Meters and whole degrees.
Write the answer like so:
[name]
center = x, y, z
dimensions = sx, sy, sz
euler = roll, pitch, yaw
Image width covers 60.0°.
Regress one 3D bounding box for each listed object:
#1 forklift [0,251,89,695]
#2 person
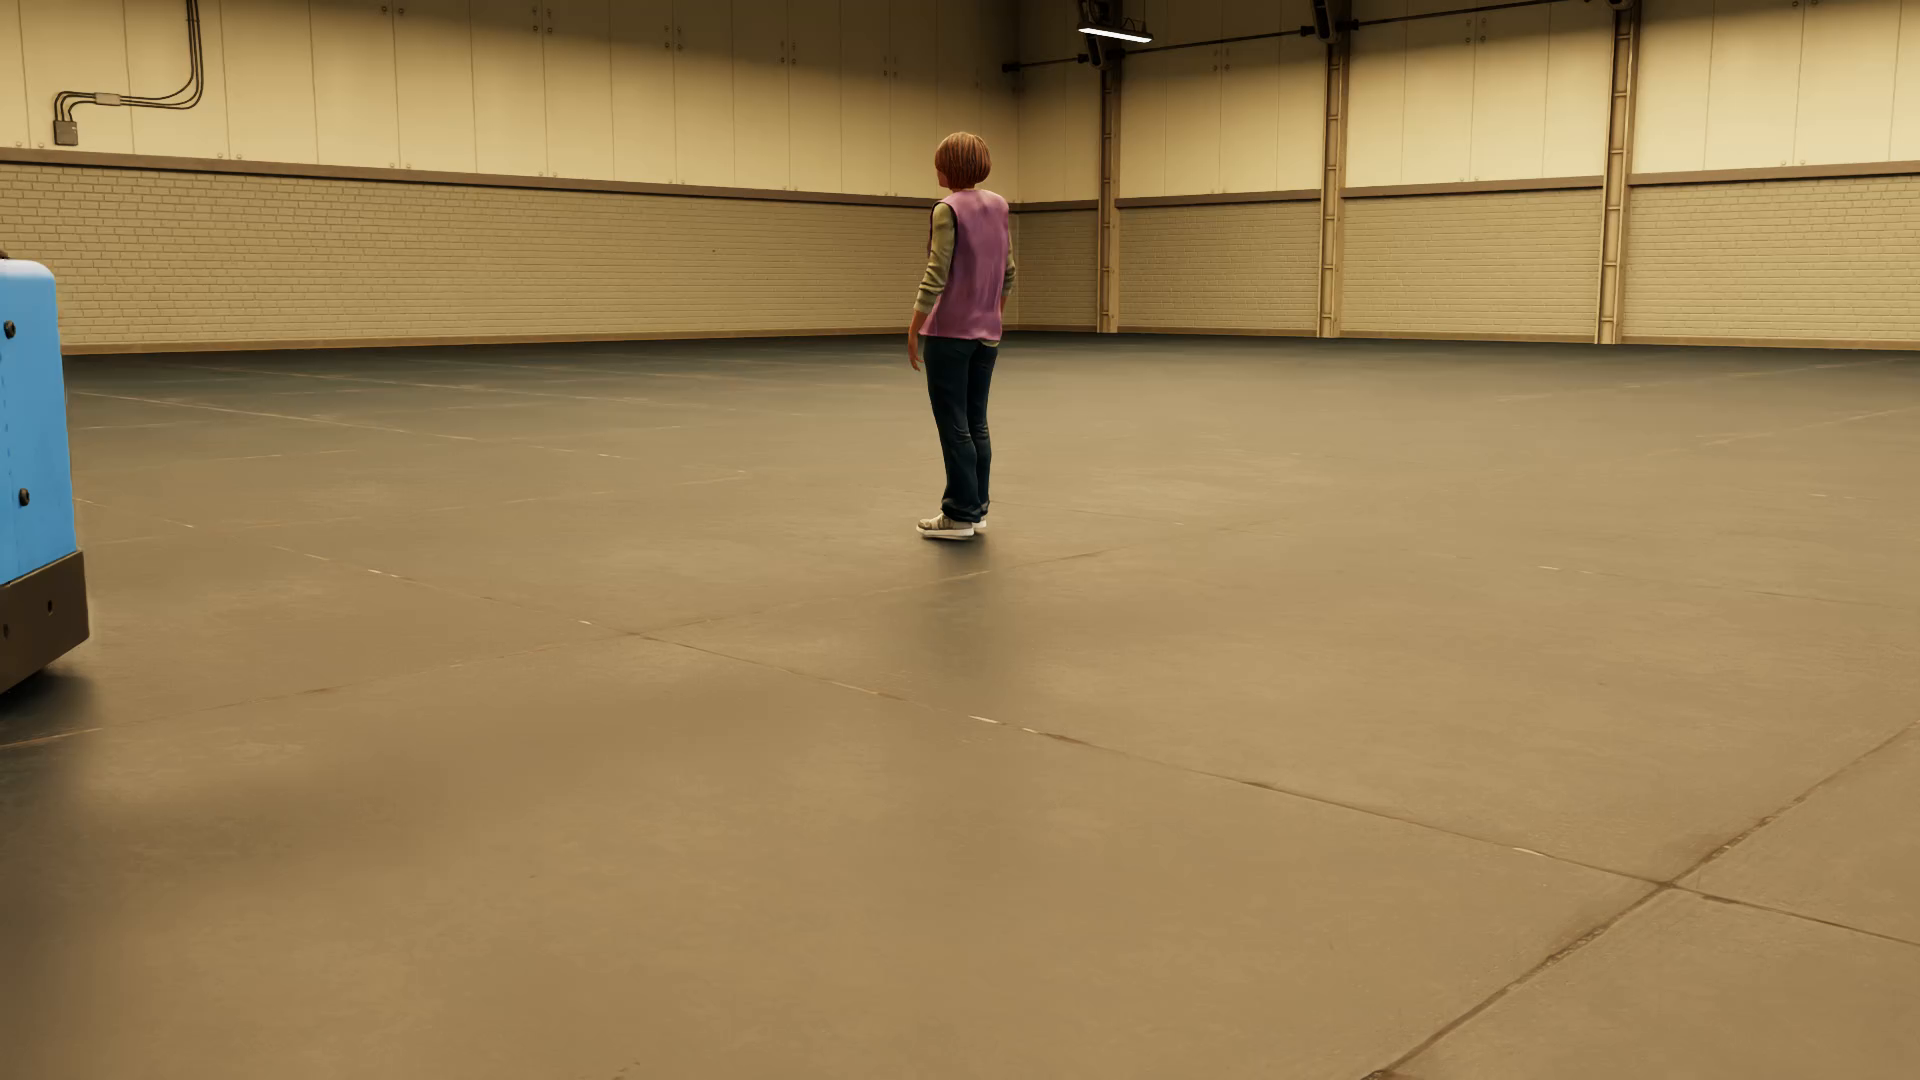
[forklift]
center = -3.749, -1.008, 3.564
dimensions = 3.031, 2.935, 1.130
euler = -2, 9, -11
[person]
center = -0.043, -0.806, 6.658
dimensions = 0.476, 1.597, 0.520
euler = 8, 12, 43
